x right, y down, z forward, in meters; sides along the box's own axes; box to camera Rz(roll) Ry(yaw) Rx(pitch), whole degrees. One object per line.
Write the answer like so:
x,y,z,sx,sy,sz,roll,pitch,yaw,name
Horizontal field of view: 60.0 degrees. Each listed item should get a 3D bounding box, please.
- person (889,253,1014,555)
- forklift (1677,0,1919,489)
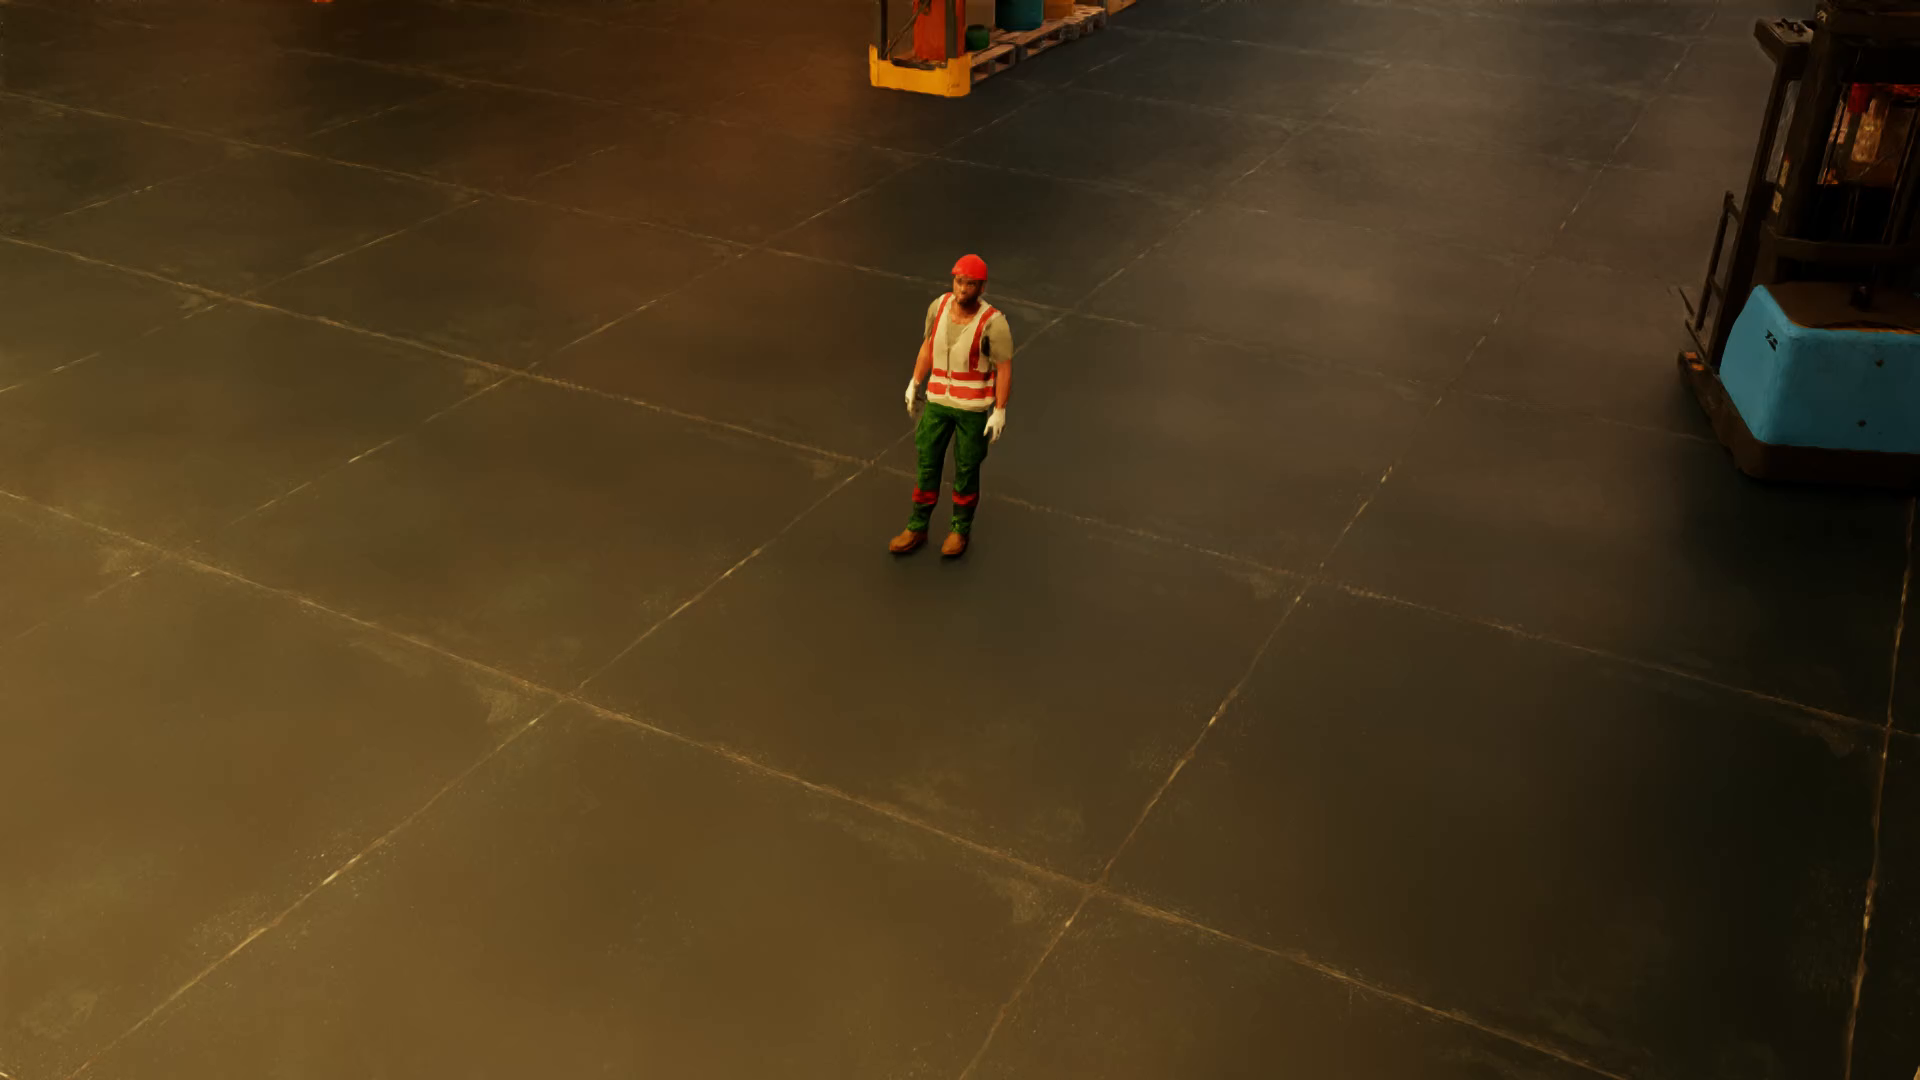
-0.049,-0.748,9.496,0.637,1.787,0.563,15,33,25,person
5.739,-2.307,11.068,1.130,2.935,3.031,4,30,8,forklift
